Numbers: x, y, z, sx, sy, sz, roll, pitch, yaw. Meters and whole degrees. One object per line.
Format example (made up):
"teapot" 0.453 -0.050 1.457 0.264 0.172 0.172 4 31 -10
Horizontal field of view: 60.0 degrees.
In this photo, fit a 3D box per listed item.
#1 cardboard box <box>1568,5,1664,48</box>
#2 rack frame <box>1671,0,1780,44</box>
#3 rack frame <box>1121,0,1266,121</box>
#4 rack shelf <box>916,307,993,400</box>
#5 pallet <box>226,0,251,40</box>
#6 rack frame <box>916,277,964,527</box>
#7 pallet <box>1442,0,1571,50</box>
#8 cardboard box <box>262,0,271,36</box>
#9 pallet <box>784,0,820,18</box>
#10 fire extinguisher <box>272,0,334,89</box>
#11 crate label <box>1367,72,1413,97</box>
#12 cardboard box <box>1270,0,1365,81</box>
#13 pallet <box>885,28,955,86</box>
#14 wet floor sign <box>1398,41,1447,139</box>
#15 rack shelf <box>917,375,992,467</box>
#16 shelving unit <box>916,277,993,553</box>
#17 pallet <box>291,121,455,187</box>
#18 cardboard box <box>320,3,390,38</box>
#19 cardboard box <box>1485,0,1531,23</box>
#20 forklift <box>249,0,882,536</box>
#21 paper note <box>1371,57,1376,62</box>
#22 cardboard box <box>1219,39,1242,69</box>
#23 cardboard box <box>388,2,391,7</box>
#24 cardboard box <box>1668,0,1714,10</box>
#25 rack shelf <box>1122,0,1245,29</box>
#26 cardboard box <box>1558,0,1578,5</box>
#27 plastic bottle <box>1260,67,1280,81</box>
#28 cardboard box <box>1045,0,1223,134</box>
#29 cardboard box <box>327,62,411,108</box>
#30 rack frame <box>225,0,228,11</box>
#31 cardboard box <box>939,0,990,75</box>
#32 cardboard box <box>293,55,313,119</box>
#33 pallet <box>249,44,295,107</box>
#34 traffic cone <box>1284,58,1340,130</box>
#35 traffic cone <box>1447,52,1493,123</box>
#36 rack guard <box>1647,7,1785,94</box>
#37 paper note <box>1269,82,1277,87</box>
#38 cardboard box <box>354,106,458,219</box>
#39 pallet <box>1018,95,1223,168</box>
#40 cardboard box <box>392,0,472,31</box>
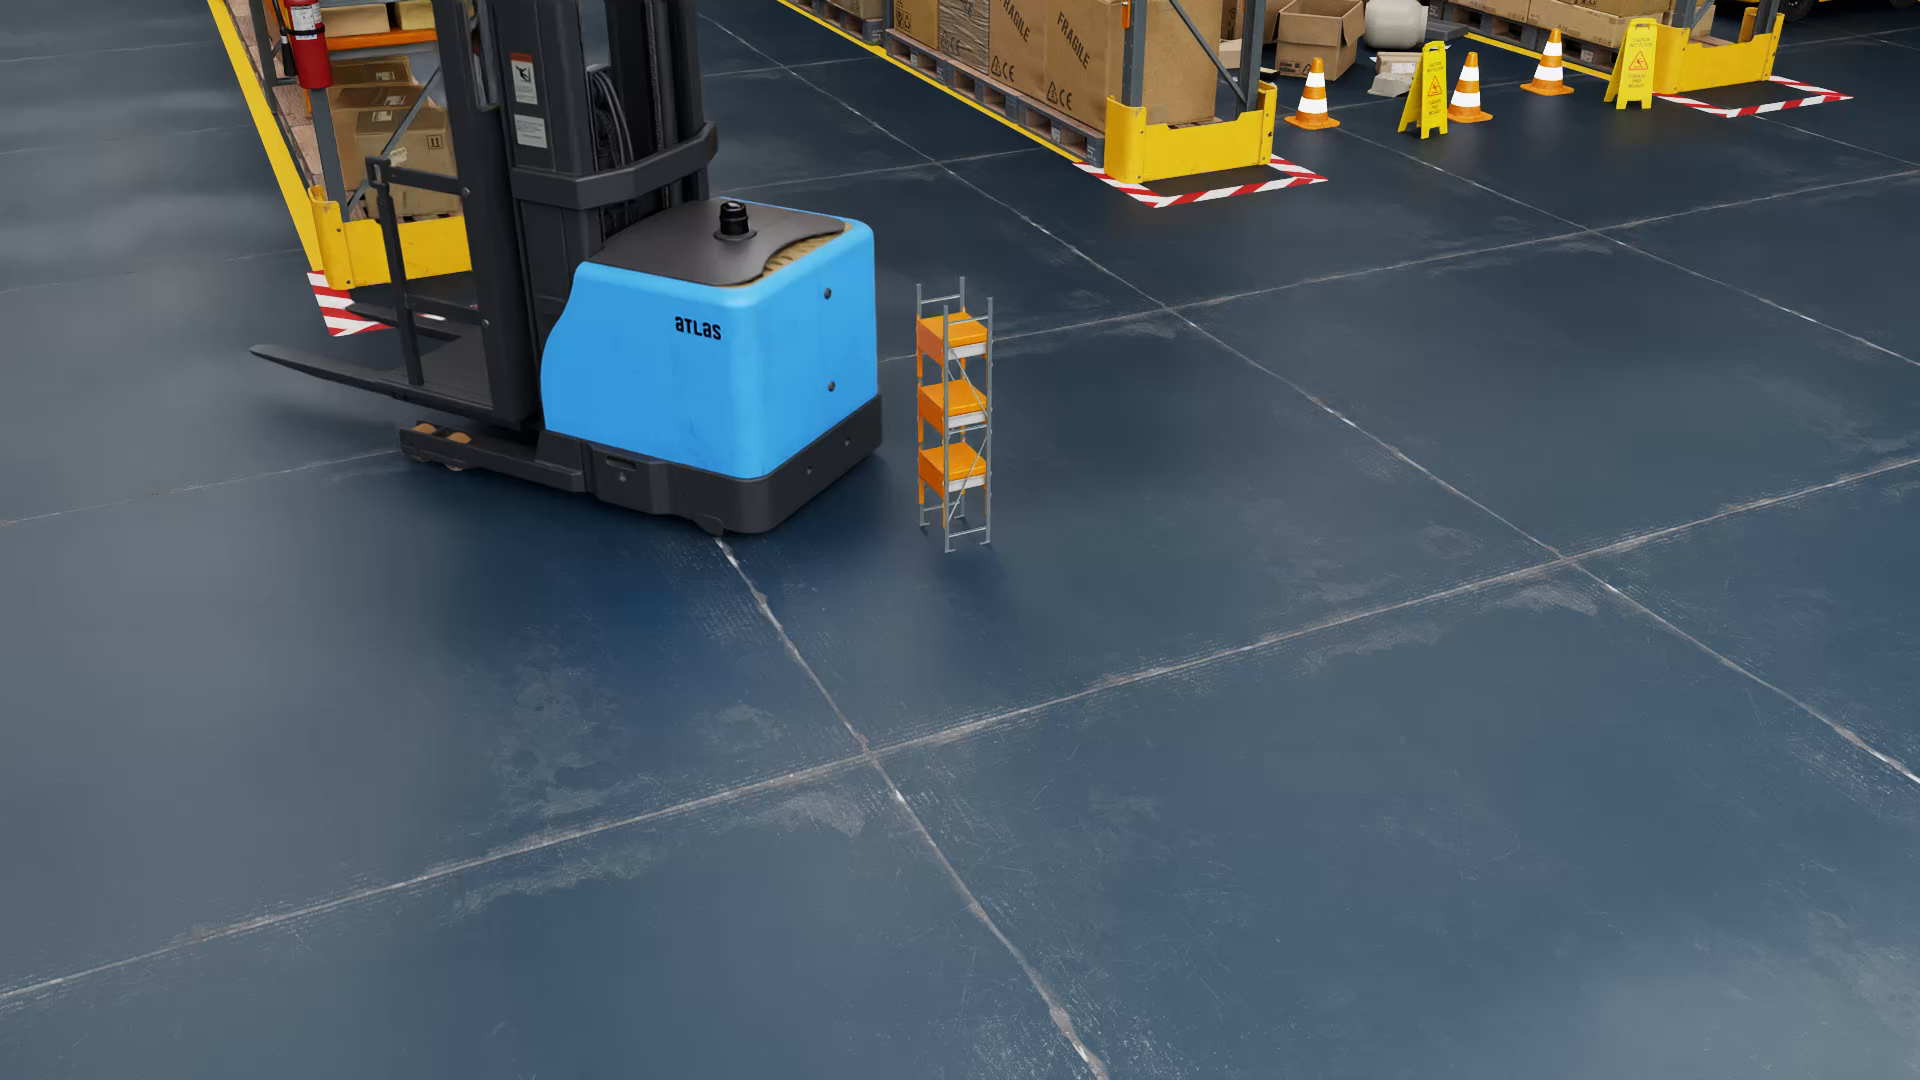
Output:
"cardboard box" 5.359 -4.223 13.596 0.500 0.250 0.500 -13 32 -22
"rack frame" 5.959 -4.928 12.472 1.000 3.000 0.127 -13 32 -22
"rack frame" 1.532 -3.844 10.539 1.000 3.000 0.127 -13 32 -22
"rack shelf" -0.023 -0.720 6.402 0.215 0.259 0.240 -13 32 -22
"pallet" -6.091 -4.819 15.129 1.003 0.211 1.213 -13 32 -22
"rack frame" -0.075 -0.535 6.631 0.200 1.050 0.008 -13 32 -22
"pallet" 5.090 -4.650 14.827 1.003 0.211 1.213 -13 32 -22
"cardboard box" -5.381 -4.453 13.731 0.700 0.500 0.500 -16 33 -26
"pallet" -1.112 -5.260 15.914 1.003 0.211 1.213 -13 32 -22
"fire extinguisher" -3.358 -2.666 8.517 0.296 0.674 0.183 -13 32 -22
"crate label" 3.360 -3.550 12.940 0.298 0.136 0.250 19 34 30
"cardboard box" 2.919 -4.084 13.518 0.637 0.503 0.797 13 32 21
"pallet" 0.071 -4.043 13.743 1.003 0.211 1.213 -13 32 -22
"wet floor sign" 3.333 -3.220 11.833 0.267 0.644 0.232 -19 35 -30
"rack shelf" -0.023 -0.472 6.541 0.215 0.259 0.240 -13 32 -22
"shelving unit" -0.023 -0.482 6.535 0.215 1.050 0.252 -13 32 -22
"pallet" -3.860 -2.569 11.116 1.003 0.211 1.213 -13 32 -22
"cardboard box" -3.300 -2.820 8.970 0.380 0.149 0.250 -13 32 -22
"cardboard box" 4.924 -4.673 14.399 0.500 0.250 0.500 -14 32 -24
"forklift" -1.892 -1.792 6.949 3.031 2.935 1.130 14 32 24
"paper note" 3.527 -4.034 13.925 0.148 0.019 0.142 -3 29 -5
"cardboard box" 2.216 -4.046 13.694 0.396 0.266 0.258 -8 30 -13
"cardboard box" -3.082 -3.142 9.543 0.380 0.149 0.250 -13 32 -22
"cardboard box" 5.852 -4.664 13.616 0.500 0.500 0.500 -14 32 -24
"rack shelf" 0.673 -4.414 12.290 1.077 0.370 4.000 -13 32 -22
"cardboard box" 5.153 -4.768 13.801 0.500 0.500 0.500 -12 31 -20
"plastic bottle" 2.426 -3.764 13.399 0.283 0.061 0.133 26 38 38
"cardboard box" 1.181 -3.386 11.465 0.875 0.875 0.875 -13 32 -22
"cardboard box" -3.783 -2.757 10.726 0.500 0.500 0.500 -10 31 -17
"rack frame" -6.425 -6.381 15.063 1.000 3.000 0.127 -13 32 -22
"cardboard box" 0.412 -4.178 12.876 0.875 0.875 0.875 -13 32 -22
"cardboard box" -4.320 -3.271 11.642 0.500 0.500 0.500 -3 29 -6
"pallet" -5.044 -3.742 13.207 1.003 0.211 1.213 -13 32 -22
"traffic cone" 2.587 -3.270 12.109 0.336 0.463 0.334 -13 32 -22
"traffic cone" 3.753 -3.357 12.264 0.336 0.463 0.334 -13 32 -22
"rack guard" 5.927 -3.871 13.143 1.175 0.500 0.348 -13 32 -22
"paper note" 2.410 -3.579 13.103 0.144 0.017 0.142 -3 29 -5
"cardboard box" -3.244 -2.220 9.768 0.500 0.500 0.500 -7 30 -13
"pallet" 1.118 -2.965 11.821 1.003 0.211 1.213 -13 32 -22
"cardboard box" -2.898 -2.914 9.136 0.380 0.149 0.250 -13 32 -22
